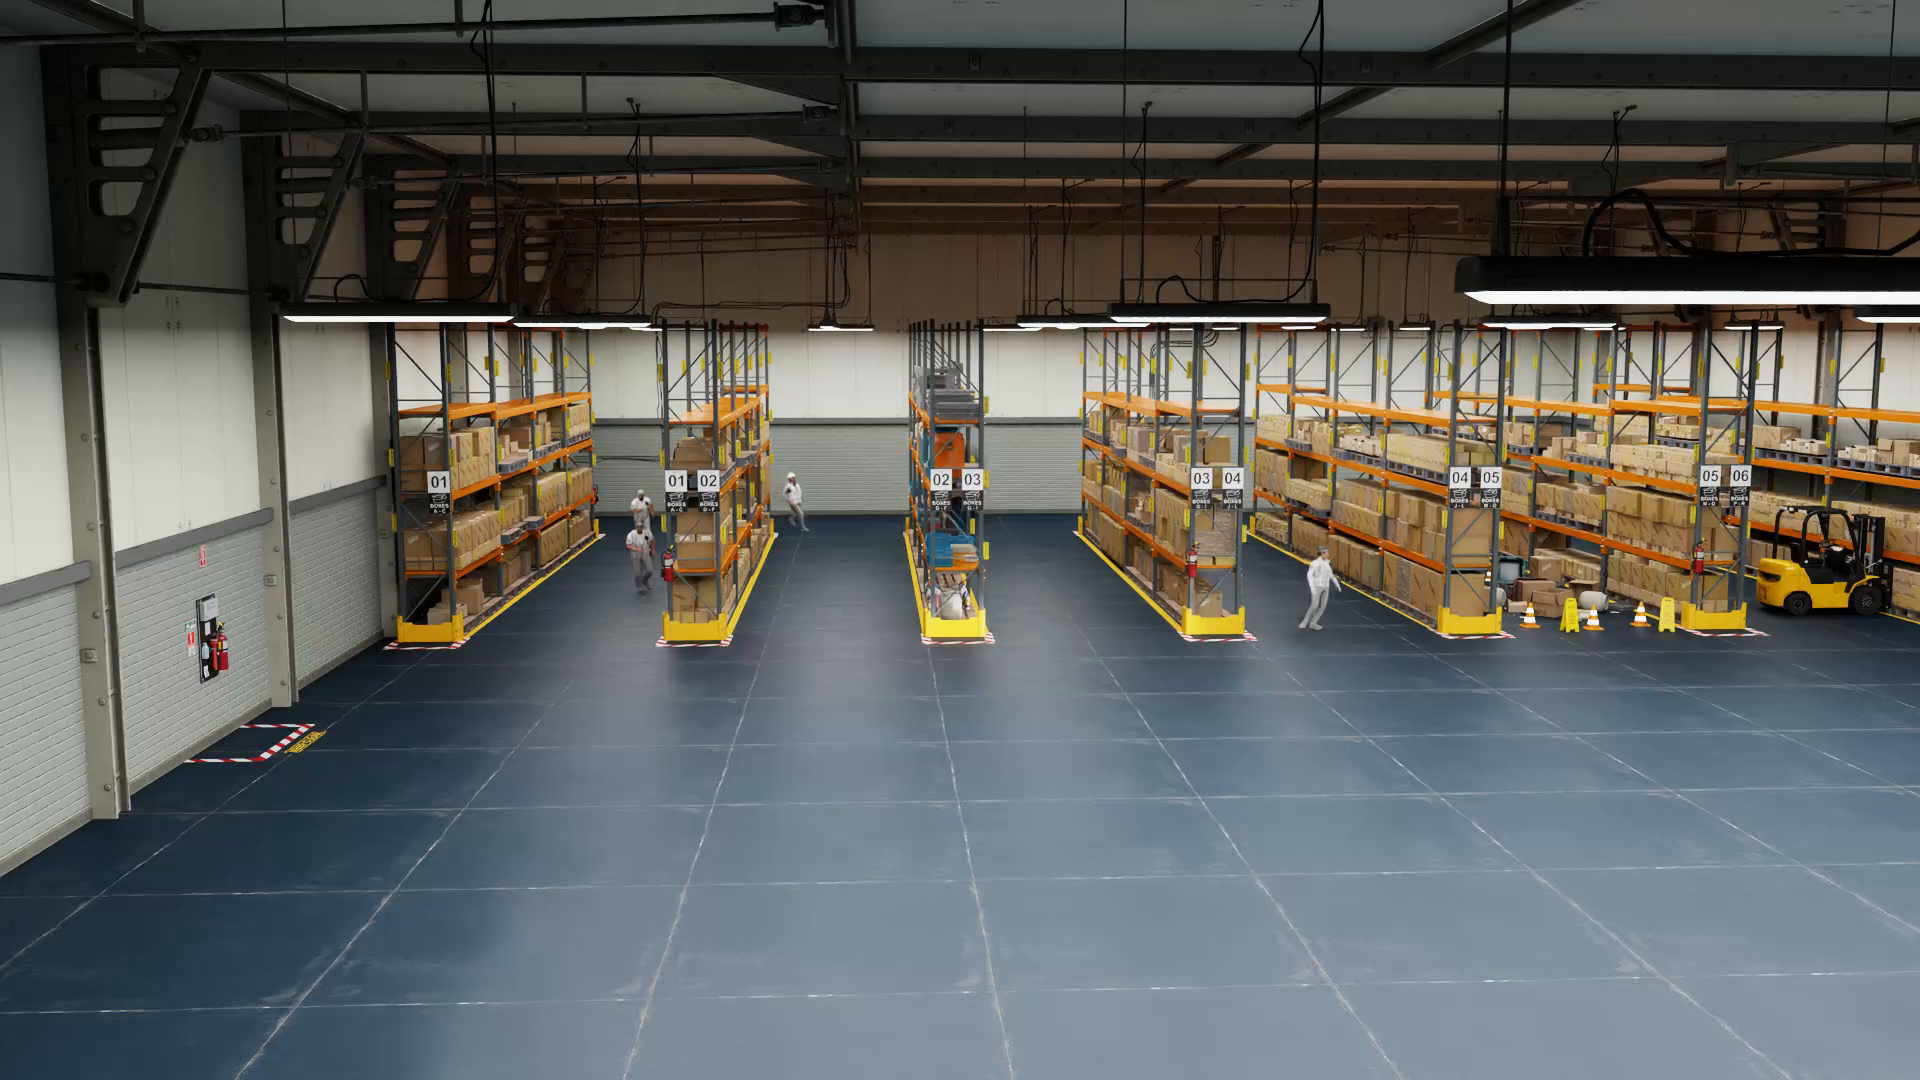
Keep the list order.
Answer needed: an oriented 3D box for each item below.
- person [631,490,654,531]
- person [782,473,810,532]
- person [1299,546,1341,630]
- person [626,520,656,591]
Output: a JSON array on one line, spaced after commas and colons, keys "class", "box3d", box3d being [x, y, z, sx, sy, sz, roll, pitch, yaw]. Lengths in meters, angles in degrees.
[{"class": "person", "box3d": [-8.478, -0.543, 44.369, 0.617, 1.637, 0.940, -2, 7, -15]}, {"class": "person", "box3d": [-4.818, -1.094, 48.310, 0.802, 1.719, 0.710, 5, 9, 35]}, {"class": "person", "box3d": [6.990, 0.934, 32.253, 0.714, 1.645, 0.554, -5, 9, -35]}, {"class": "person", "box3d": [-7.059, 0.347, 36.856, 0.680, 1.653, 0.856, -2, 7, -18]}]
